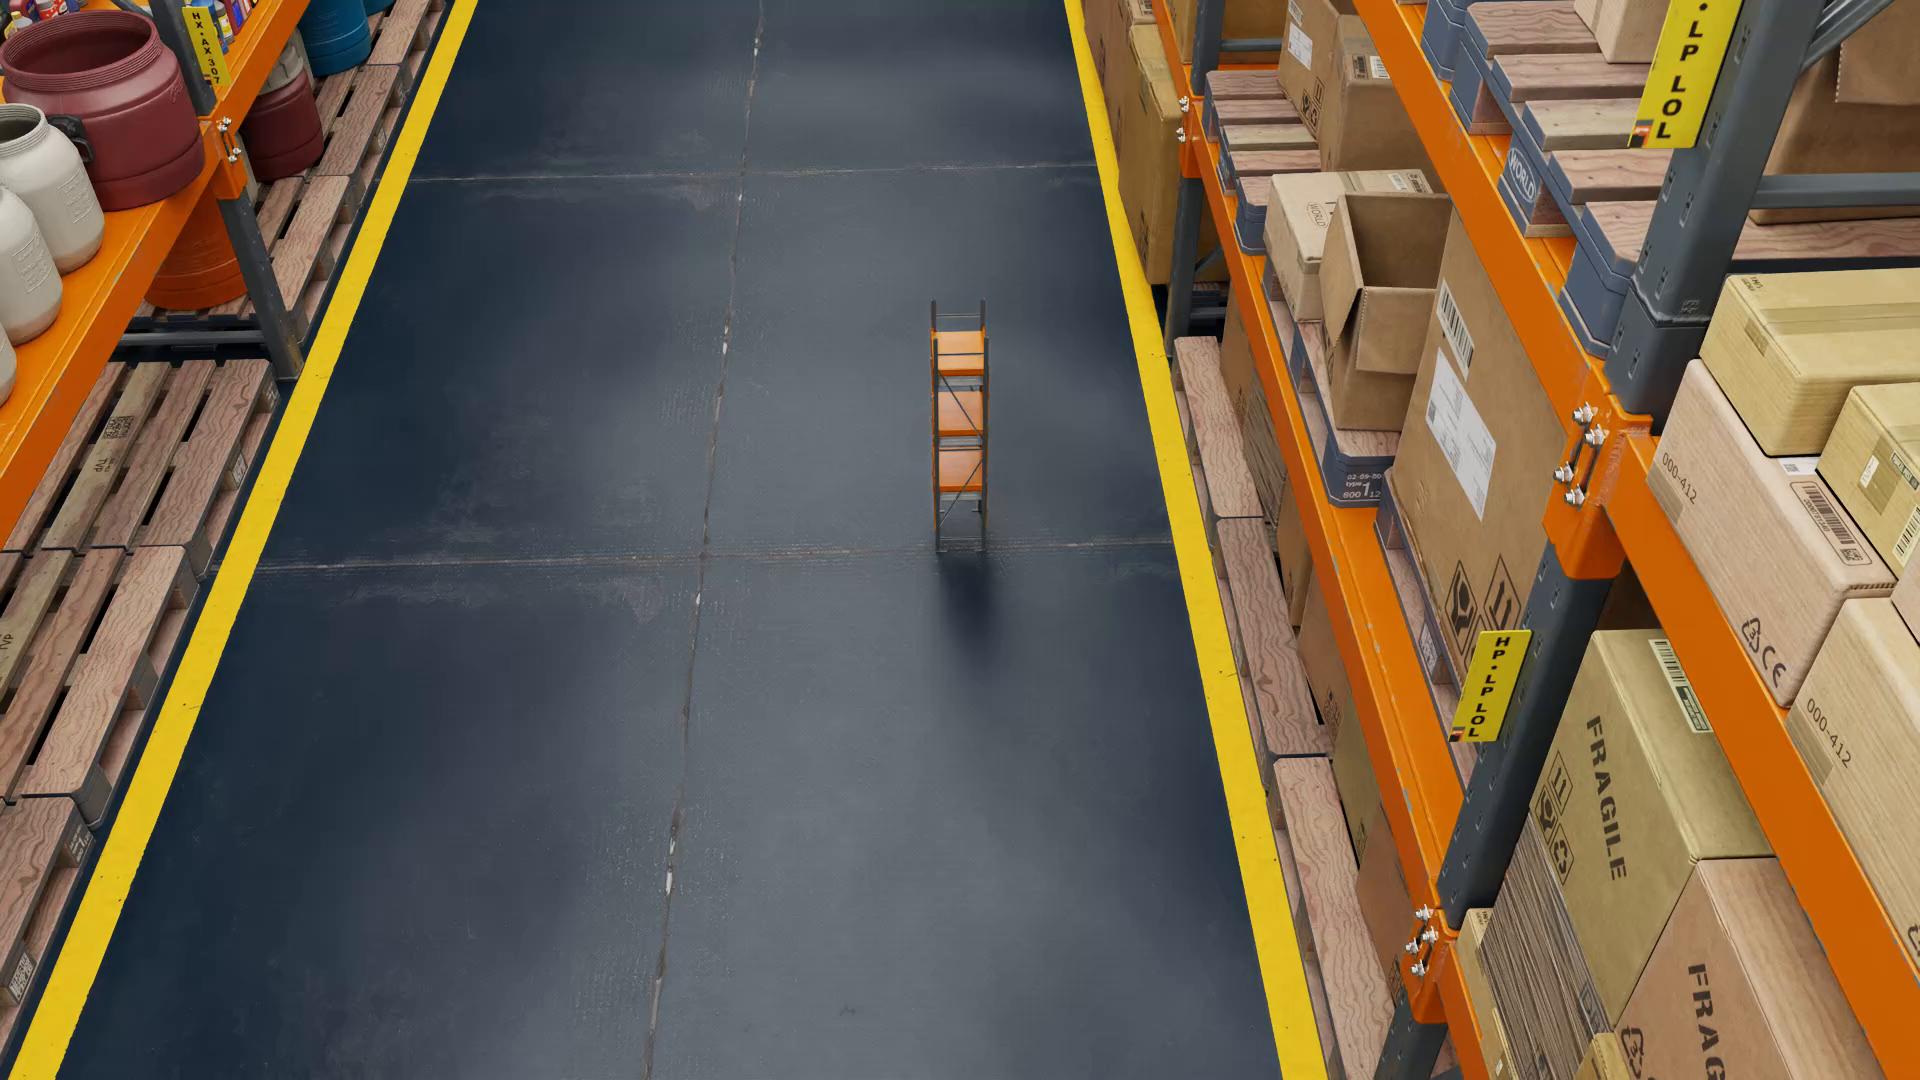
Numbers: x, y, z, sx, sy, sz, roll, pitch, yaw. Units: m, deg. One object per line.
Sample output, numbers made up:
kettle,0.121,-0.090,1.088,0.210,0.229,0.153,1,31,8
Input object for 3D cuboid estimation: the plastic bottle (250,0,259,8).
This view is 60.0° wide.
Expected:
plastic bottle,-3.175,-2.514,7.360,0.061,0.283,0.133,-2,43,-2

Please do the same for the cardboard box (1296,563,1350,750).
cardboard box,1.588,0.350,5.672,0.700,0.500,0.500,-5,43,-5

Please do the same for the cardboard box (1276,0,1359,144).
cardboard box,1.511,-1.822,6.133,0.500,0.500,0.500,-6,43,-7

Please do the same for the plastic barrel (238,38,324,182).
plastic barrel,-3.586,-2.210,8.415,0.600,0.588,0.708,-2,43,-2

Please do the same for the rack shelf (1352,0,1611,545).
rack shelf,1.533,-1.484,4.462,1.077,0.370,4.000,-2,43,-2

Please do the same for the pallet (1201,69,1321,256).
pallet,1.585,-1.445,6.249,1.213,0.211,1.003,-2,43,-2

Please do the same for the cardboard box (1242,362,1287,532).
cardboard box,1.533,-0.409,6.500,0.700,0.500,0.500,-5,43,-5

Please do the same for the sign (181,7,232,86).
sign,-2.951,-1.933,6.518,0.100,0.325,0.005,-2,43,-2

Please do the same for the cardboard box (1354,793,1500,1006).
cardboard box,1.614,1.051,4.908,0.700,0.500,0.500,-5,43,-5

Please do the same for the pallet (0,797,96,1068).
pallet,-3.402,1.347,5.124,1.003,0.211,1.213,-2,43,-2

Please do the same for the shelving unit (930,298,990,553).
shelving unit,-0.002,-0.423,6.435,0.215,1.050,0.252,-2,43,-2

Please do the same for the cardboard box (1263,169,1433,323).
cardboard box,1.290,-0.955,5.373,0.500,0.250,0.500,-3,43,-3

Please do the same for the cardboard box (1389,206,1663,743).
cardboard box,1.724,-0.210,4.004,1.000,1.000,1.000,-1,43,-2

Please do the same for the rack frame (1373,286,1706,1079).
rack frame,1.618,0.706,3.759,1.000,3.000,0.127,-2,43,-2

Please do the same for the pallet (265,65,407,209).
pallet,-3.624,-2.177,8.968,1.003,0.211,1.213,-2,43,-2

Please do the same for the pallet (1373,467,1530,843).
pallet,1.731,0.257,4.392,1.003,0.211,1.213,-2,43,-2

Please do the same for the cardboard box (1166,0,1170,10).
cardboard box,1.165,-2.694,7.395,0.500,0.500,0.500,-2,43,-2

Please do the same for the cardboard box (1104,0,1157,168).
cardboard box,1.410,-2.434,8.447,1.225,0.875,0.875,-2,43,-2

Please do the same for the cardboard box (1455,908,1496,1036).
cardboard box,1.327,0.953,3.677,0.380,0.149,0.250,-2,43,-2

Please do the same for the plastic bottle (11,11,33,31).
plastic bottle,-3.930,-2.118,6.988,0.097,0.201,0.097,0,43,0

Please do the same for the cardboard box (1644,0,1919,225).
cardboard box,1.697,-0.912,2.918,0.797,0.503,0.637,-4,43,-4

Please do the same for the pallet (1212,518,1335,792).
pallet,1.529,0.383,6.176,1.003,0.211,1.213,-2,43,-2

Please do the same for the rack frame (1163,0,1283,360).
rack frame,1.448,-1.994,6.705,1.000,3.000,0.127,-2,43,-2

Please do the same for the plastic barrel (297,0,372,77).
plastic barrel,-3.634,-3.088,9.141,0.600,0.901,0.708,-2,43,-2

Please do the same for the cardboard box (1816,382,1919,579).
cardboard box,1.404,-0.085,2.219,0.380,0.149,0.250,-4,43,-4

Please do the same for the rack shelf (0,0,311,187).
rack shelf,-3.585,-2.937,8.267,1.077,0.370,4.000,-2,43,-2

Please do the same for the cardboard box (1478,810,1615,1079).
cardboard box,1.576,0.865,3.292,0.875,0.500,0.500,-2,43,-2

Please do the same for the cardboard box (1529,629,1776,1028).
cardboard box,1.383,0.502,2.948,0.500,0.500,0.500,-2,43,-2

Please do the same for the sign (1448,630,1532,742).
sign,1.064,0.298,3.348,0.100,0.325,0.005,-2,43,-2

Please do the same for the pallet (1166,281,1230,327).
pallet,1.490,-1.500,8.231,1.003,0.211,1.213,-2,43,-2

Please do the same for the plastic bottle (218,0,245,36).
plastic bottle,-3.164,-2.333,7.162,0.061,0.283,0.133,-2,43,-2

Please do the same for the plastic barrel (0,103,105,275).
plastic barrel,-3.243,-1.205,5.762,0.421,0.512,0.421,0,43,0

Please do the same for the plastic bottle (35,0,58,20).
plastic bottle,-3.940,-2.274,7.158,0.097,0.201,0.097,0,43,0

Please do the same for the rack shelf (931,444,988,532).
rack shelf,-0.002,-0.210,6.630,0.215,0.259,0.240,-2,43,-2

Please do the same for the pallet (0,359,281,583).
pallet,-3.506,-0.300,6.921,1.003,0.211,1.213,-2,43,-2

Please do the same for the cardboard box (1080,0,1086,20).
cardboard box,1.326,-3.634,9.757,1.225,0.875,0.875,-2,43,-2

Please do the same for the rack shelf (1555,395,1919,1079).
rack shelf,1.703,1.216,1.516,1.077,0.370,4.000,-2,43,-2

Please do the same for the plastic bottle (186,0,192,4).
plastic bottle,-3.339,-2.376,7.270,0.097,0.201,0.097,0,43,0

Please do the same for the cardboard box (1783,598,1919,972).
cardboard box,1.409,0.324,2.068,0.500,0.250,0.500,-2,43,-2

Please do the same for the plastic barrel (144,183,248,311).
plastic barrel,-3.538,-1.536,7.502,0.600,0.830,0.708,-2,43,-2

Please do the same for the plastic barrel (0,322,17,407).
plastic barrel,-3.201,-0.641,5.129,0.433,0.535,0.433,0,43,0

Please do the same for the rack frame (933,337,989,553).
rack frame,0.003,-0.341,6.345,0.200,1.050,0.008,-2,43,-2

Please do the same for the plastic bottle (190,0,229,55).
plastic bottle,-3.173,-2.185,7.009,0.097,0.271,0.097,0,43,0

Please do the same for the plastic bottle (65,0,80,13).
plastic bottle,-3.948,-2.431,7.277,0.097,0.271,0.097,0,43,0

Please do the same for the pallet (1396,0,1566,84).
pallet,1.651,-1.450,4.031,1.213,0.211,1.003,-2,43,-2
